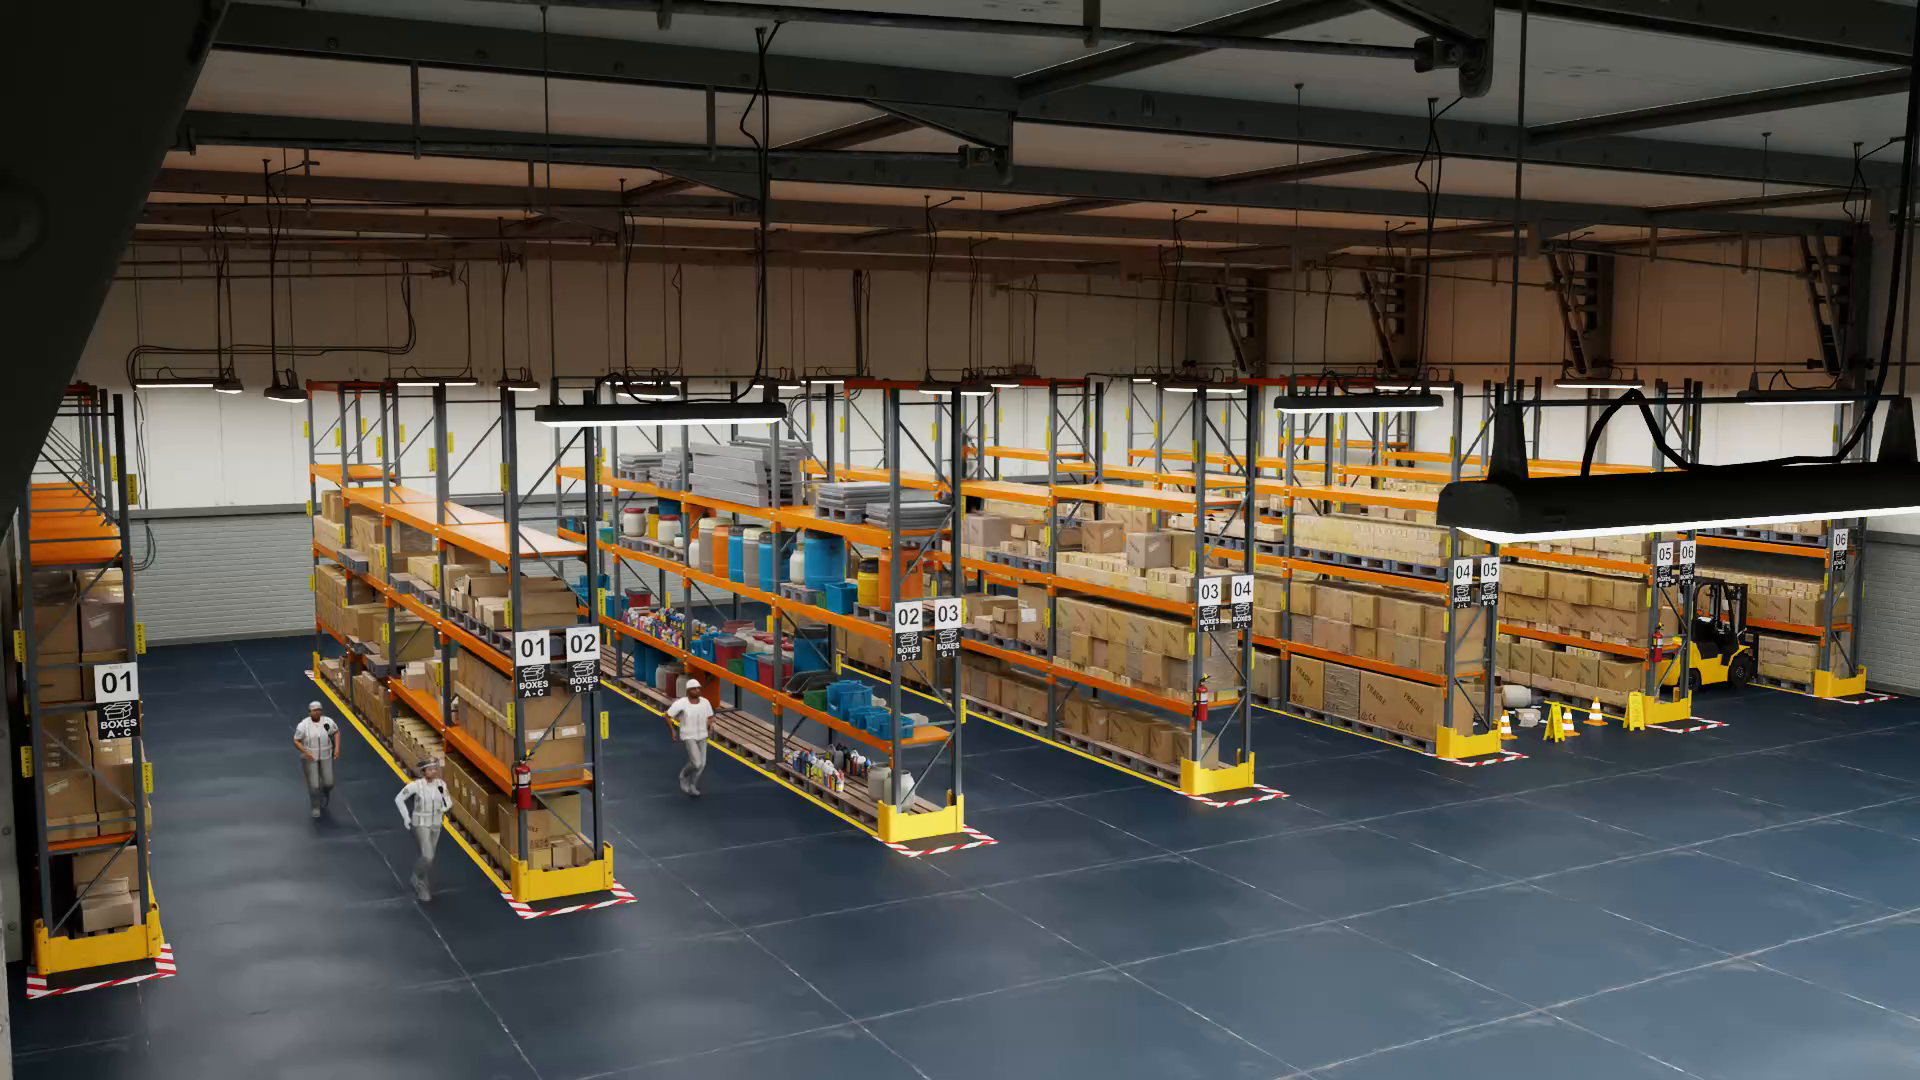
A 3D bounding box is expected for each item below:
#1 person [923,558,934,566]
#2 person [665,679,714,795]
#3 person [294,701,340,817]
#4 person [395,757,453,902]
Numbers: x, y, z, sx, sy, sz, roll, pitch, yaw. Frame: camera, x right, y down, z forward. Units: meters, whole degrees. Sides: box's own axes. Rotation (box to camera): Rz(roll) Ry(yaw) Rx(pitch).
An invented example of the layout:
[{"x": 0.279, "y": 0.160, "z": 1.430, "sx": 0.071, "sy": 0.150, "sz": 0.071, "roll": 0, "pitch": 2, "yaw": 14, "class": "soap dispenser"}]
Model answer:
[{"x": -0.785, "y": 1.170, "z": 40.807, "sx": 0.727, "sy": 1.764, "sz": 0.693, "roll": 4, "pitch": 7, "yaw": 31, "class": "person"}, {"x": -3.864, "y": 2.890, "z": 24.247, "sx": 0.692, "sy": 1.724, "sz": 0.607, "roll": -5, "pitch": 8, "yaw": -39, "class": "person"}, {"x": -8.989, "y": 3.055, "z": 23.309, "sx": 0.640, "sy": 1.626, "sz": 0.571, "roll": -4, "pitch": 7, "yaw": -32, "class": "person"}, {"x": -6.342, "y": 3.427, "z": 19.771, "sx": 0.659, "sy": 1.733, "sz": 0.590, "roll": 6, "pitch": 8, "yaw": 43, "class": "person"}]
